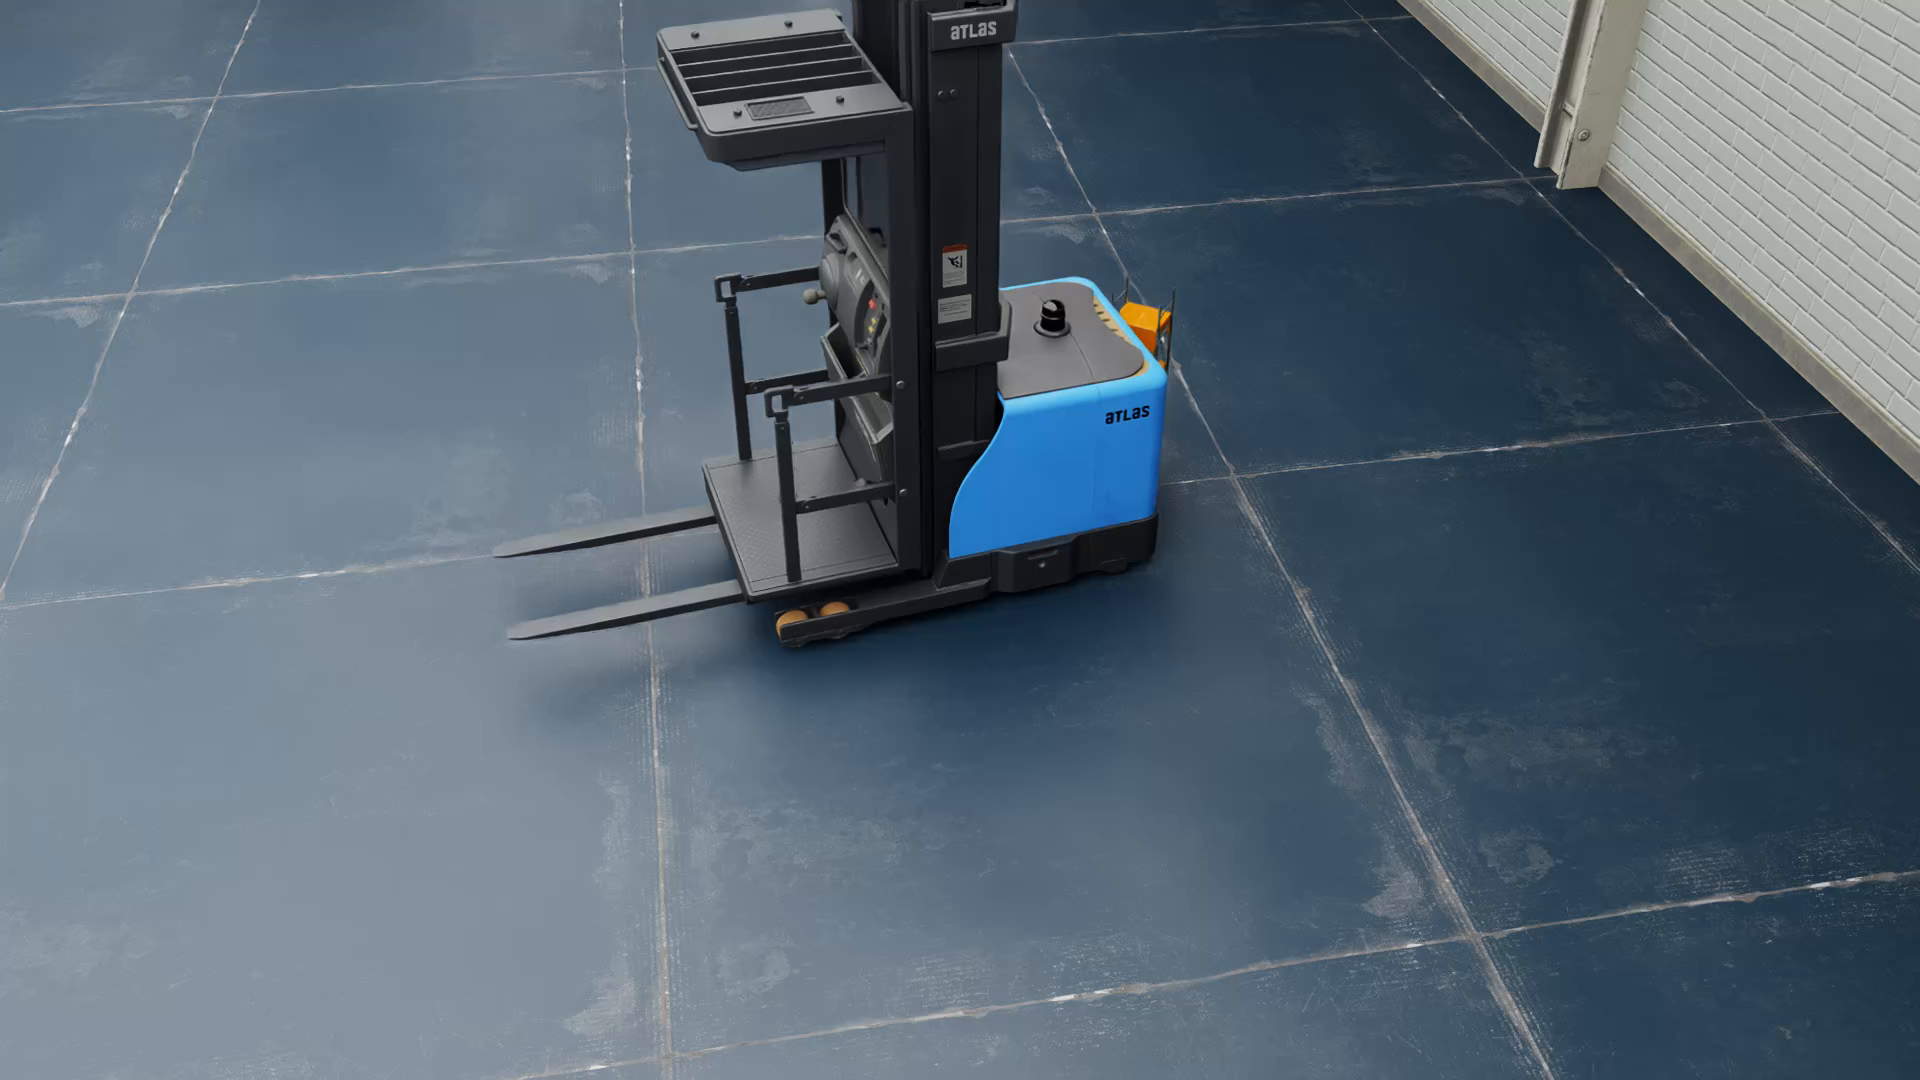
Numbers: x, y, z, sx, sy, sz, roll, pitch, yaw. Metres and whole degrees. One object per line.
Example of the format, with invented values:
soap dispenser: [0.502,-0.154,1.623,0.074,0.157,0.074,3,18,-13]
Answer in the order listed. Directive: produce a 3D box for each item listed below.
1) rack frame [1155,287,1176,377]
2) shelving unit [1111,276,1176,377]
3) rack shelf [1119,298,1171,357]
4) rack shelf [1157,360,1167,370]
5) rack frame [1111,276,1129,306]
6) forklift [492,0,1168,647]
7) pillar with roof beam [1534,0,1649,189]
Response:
rack frame: [0.991,-0.748,8.256,0.008,1.050,0.200,17,41,21]
shelving unit: [0.882,-0.781,8.300,0.252,1.050,0.215,17,41,21]
rack shelf: [0.882,-0.997,8.132,0.240,0.259,0.215,17,41,21]
rack shelf: [0.882,-0.773,8.306,0.240,0.259,0.215,17,41,21]
rack frame: [0.773,-0.815,8.344,0.008,1.050,0.200,17,41,21]
forklift: [-0.636,-1.037,7.096,3.031,2.935,1.130,-11,39,-14]
pillar with roof beam: [-0.088,-5.586,8.005,9.100,9.000,0.400,-6,38,-8]
